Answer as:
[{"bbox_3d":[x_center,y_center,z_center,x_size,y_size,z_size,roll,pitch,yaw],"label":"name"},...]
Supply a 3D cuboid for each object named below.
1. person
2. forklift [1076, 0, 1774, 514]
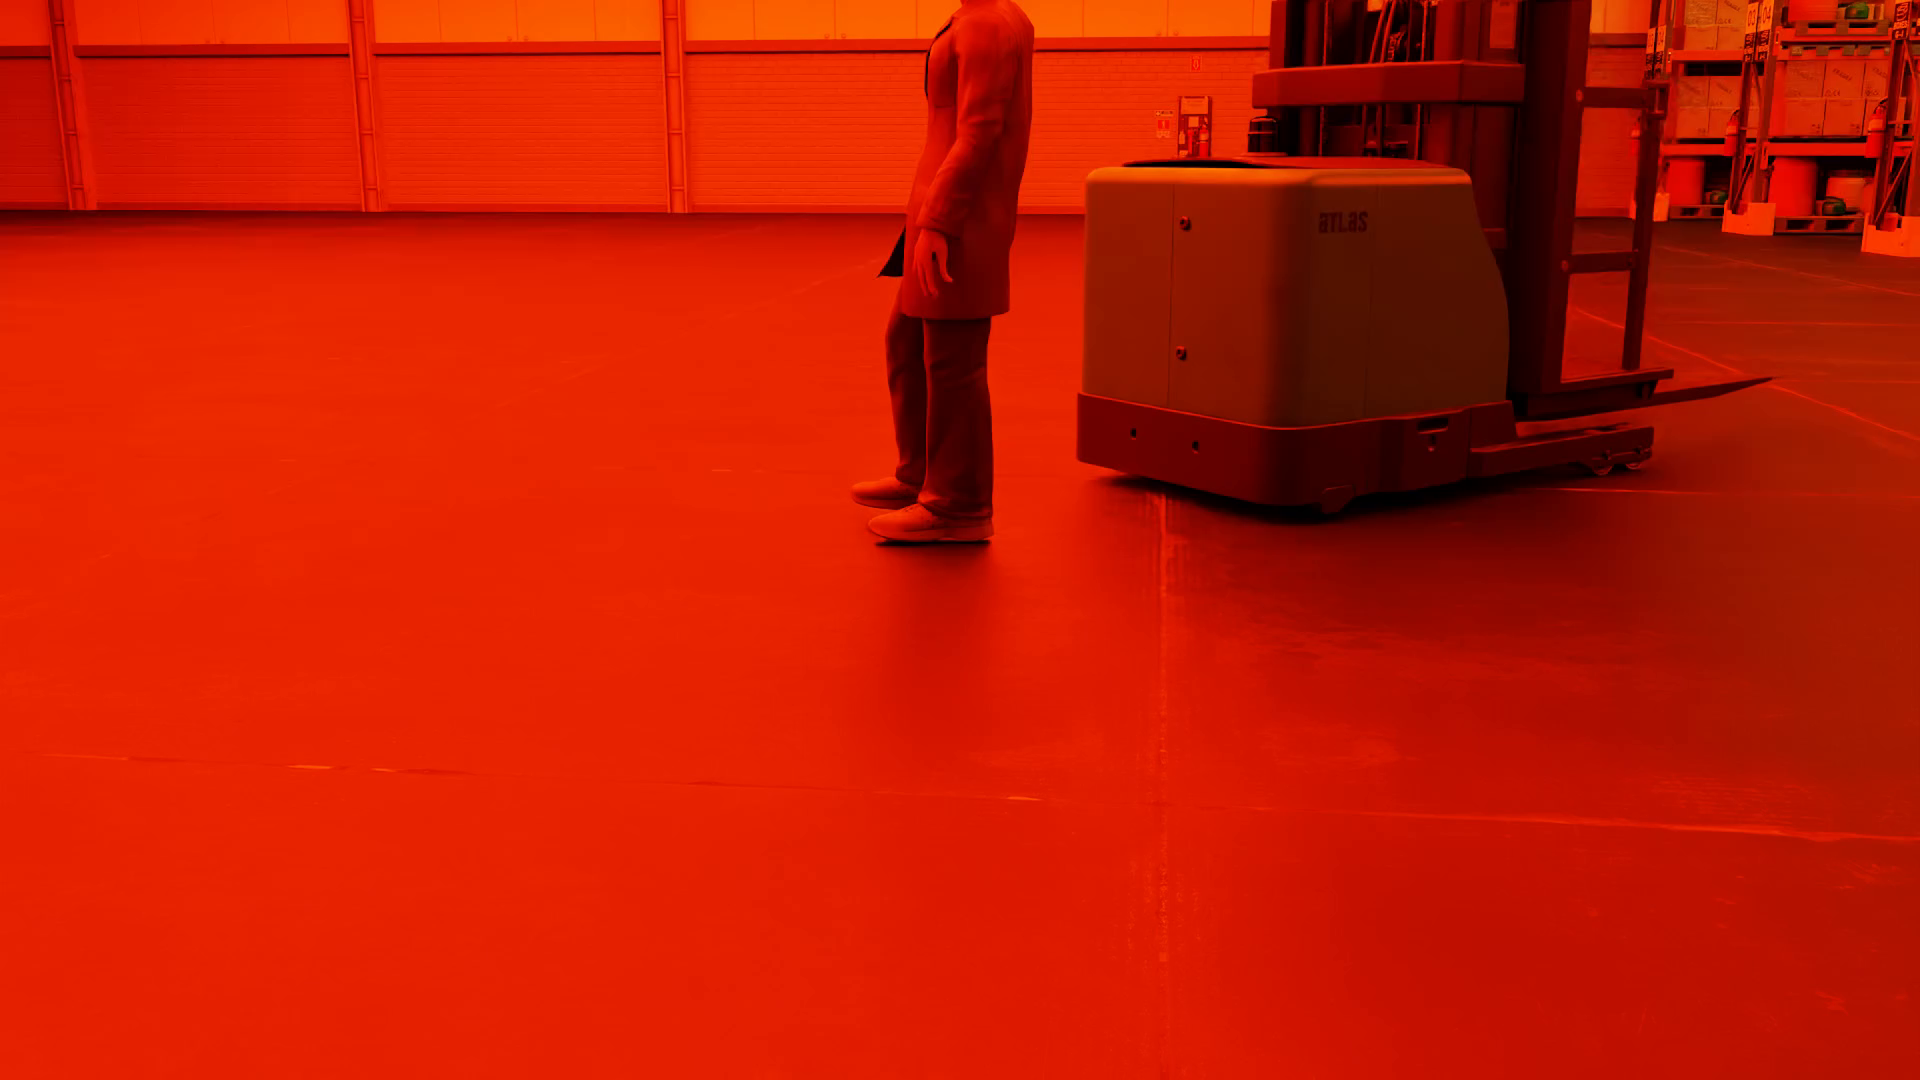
[{"bbox_3d":[-0.091,-0.876,4.757,0.580,1.777,0.698,2,13,7],"label":"person"},{"bbox_3d":[1.910,-1.745,5.973,3.031,2.935,1.130,-9,16,-34],"label":"forklift"}]
